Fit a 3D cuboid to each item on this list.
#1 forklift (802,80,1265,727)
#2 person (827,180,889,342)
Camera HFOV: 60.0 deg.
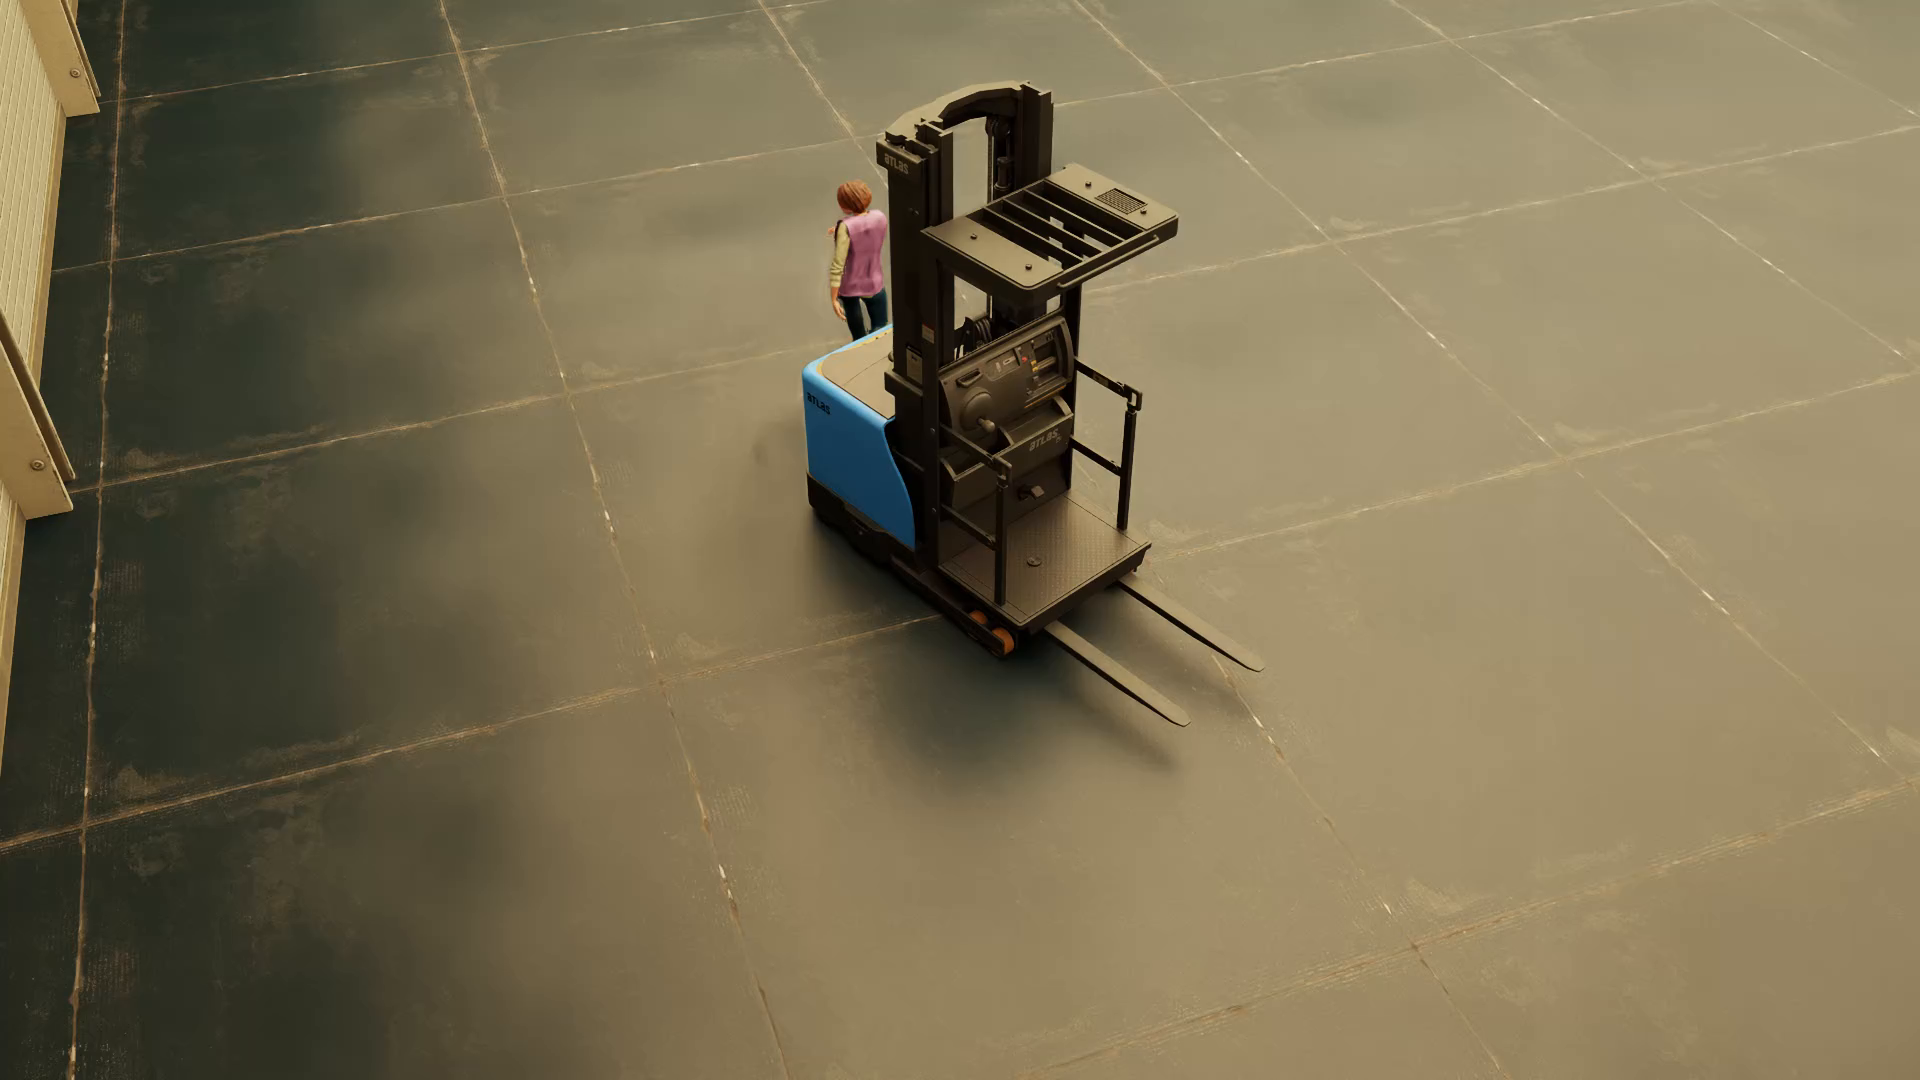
[{"bbox_3d":[0.409,-0.833,8.988,1.130,2.935,3.031,-30,49,-31],"label":"forklift"},{"bbox_3d":[-0.680,-1.738,11.192,0.439,1.516,0.796,-6,40,-8],"label":"person"}]
